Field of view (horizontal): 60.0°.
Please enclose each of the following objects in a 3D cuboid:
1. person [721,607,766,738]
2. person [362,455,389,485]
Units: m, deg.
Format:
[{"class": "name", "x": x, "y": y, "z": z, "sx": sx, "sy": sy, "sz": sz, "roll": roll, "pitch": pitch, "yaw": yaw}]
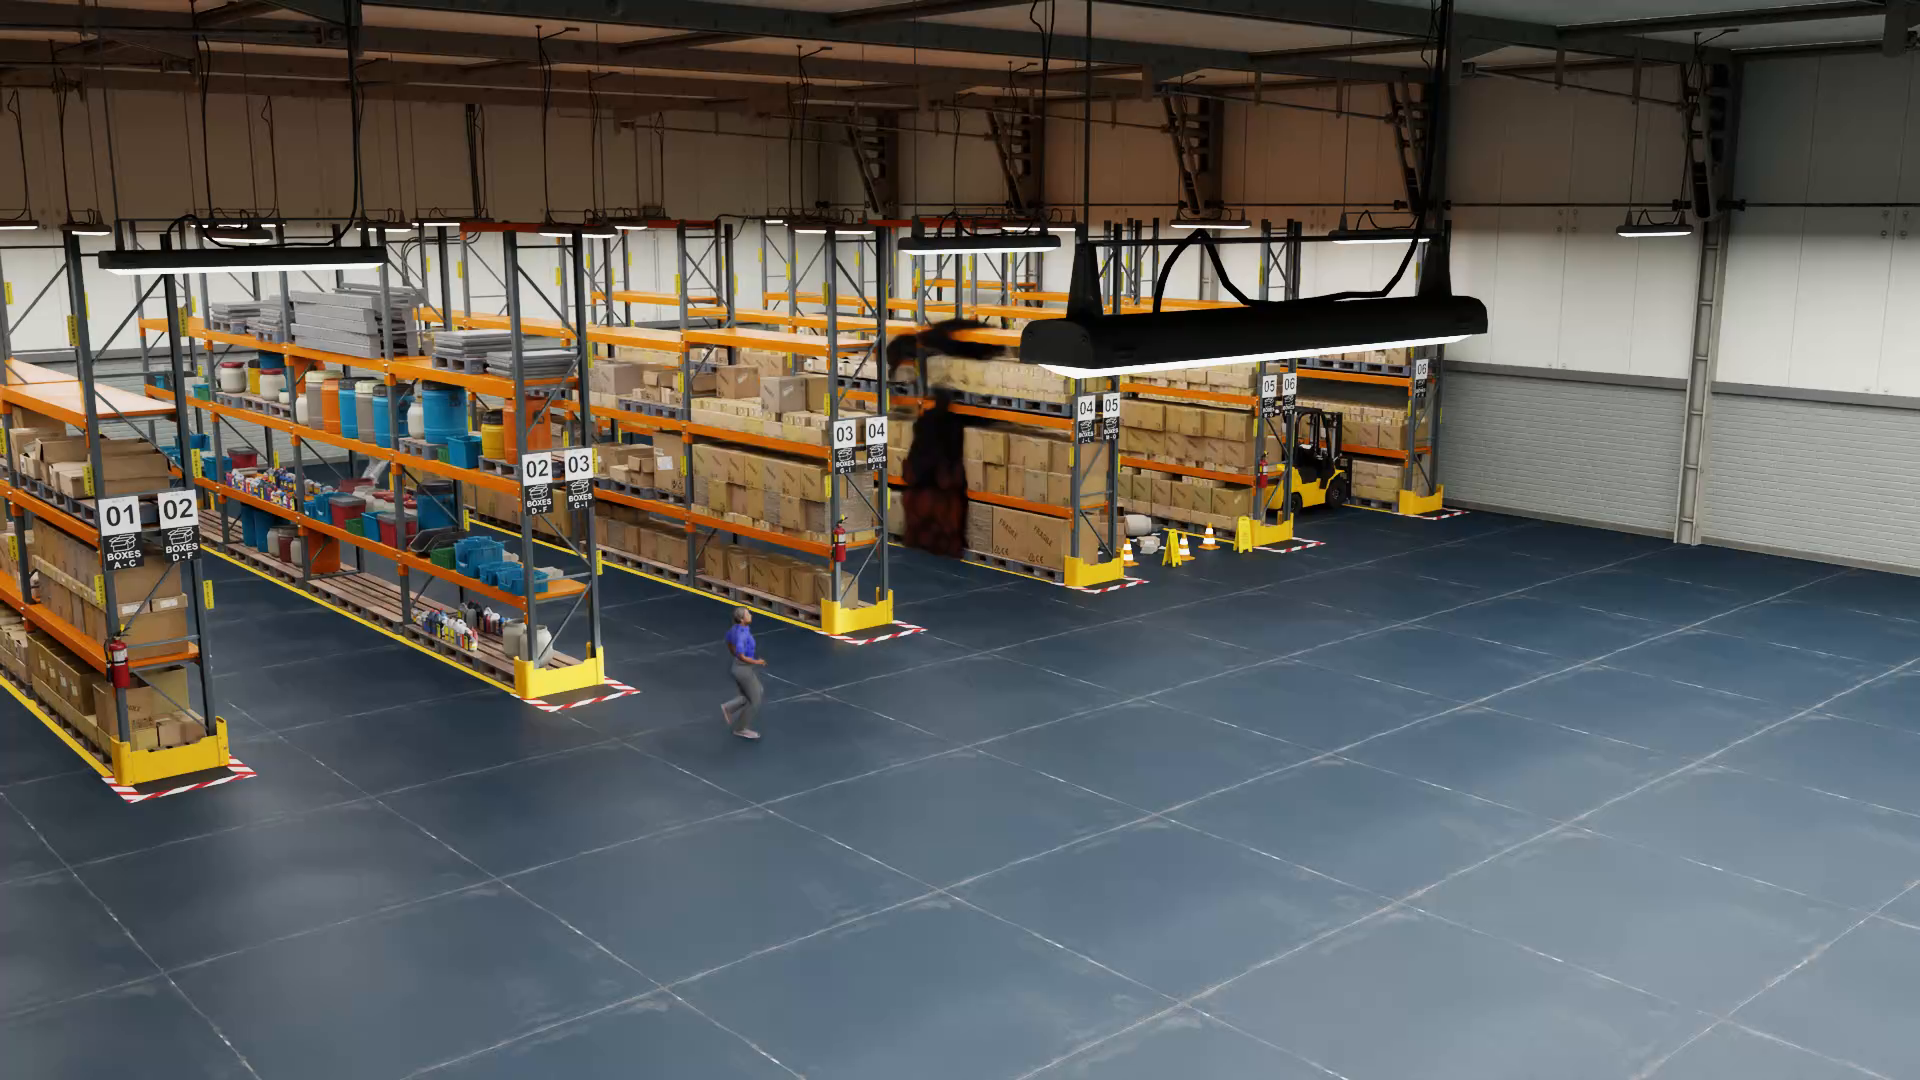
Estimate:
[{"class": "person", "x": -2.604, "y": 1.587, "z": 19.970, "sx": 0.530, "sy": 1.613, "sz": 0.622, "roll": -4, "pitch": 12, "yaw": -17}, {"class": "person", "x": -13.367, "y": -2.072, "z": 37.905, "sx": 0.678, "sy": 1.626, "sz": 0.558, "roll": -3, "pitch": 12, "yaw": -16}]
